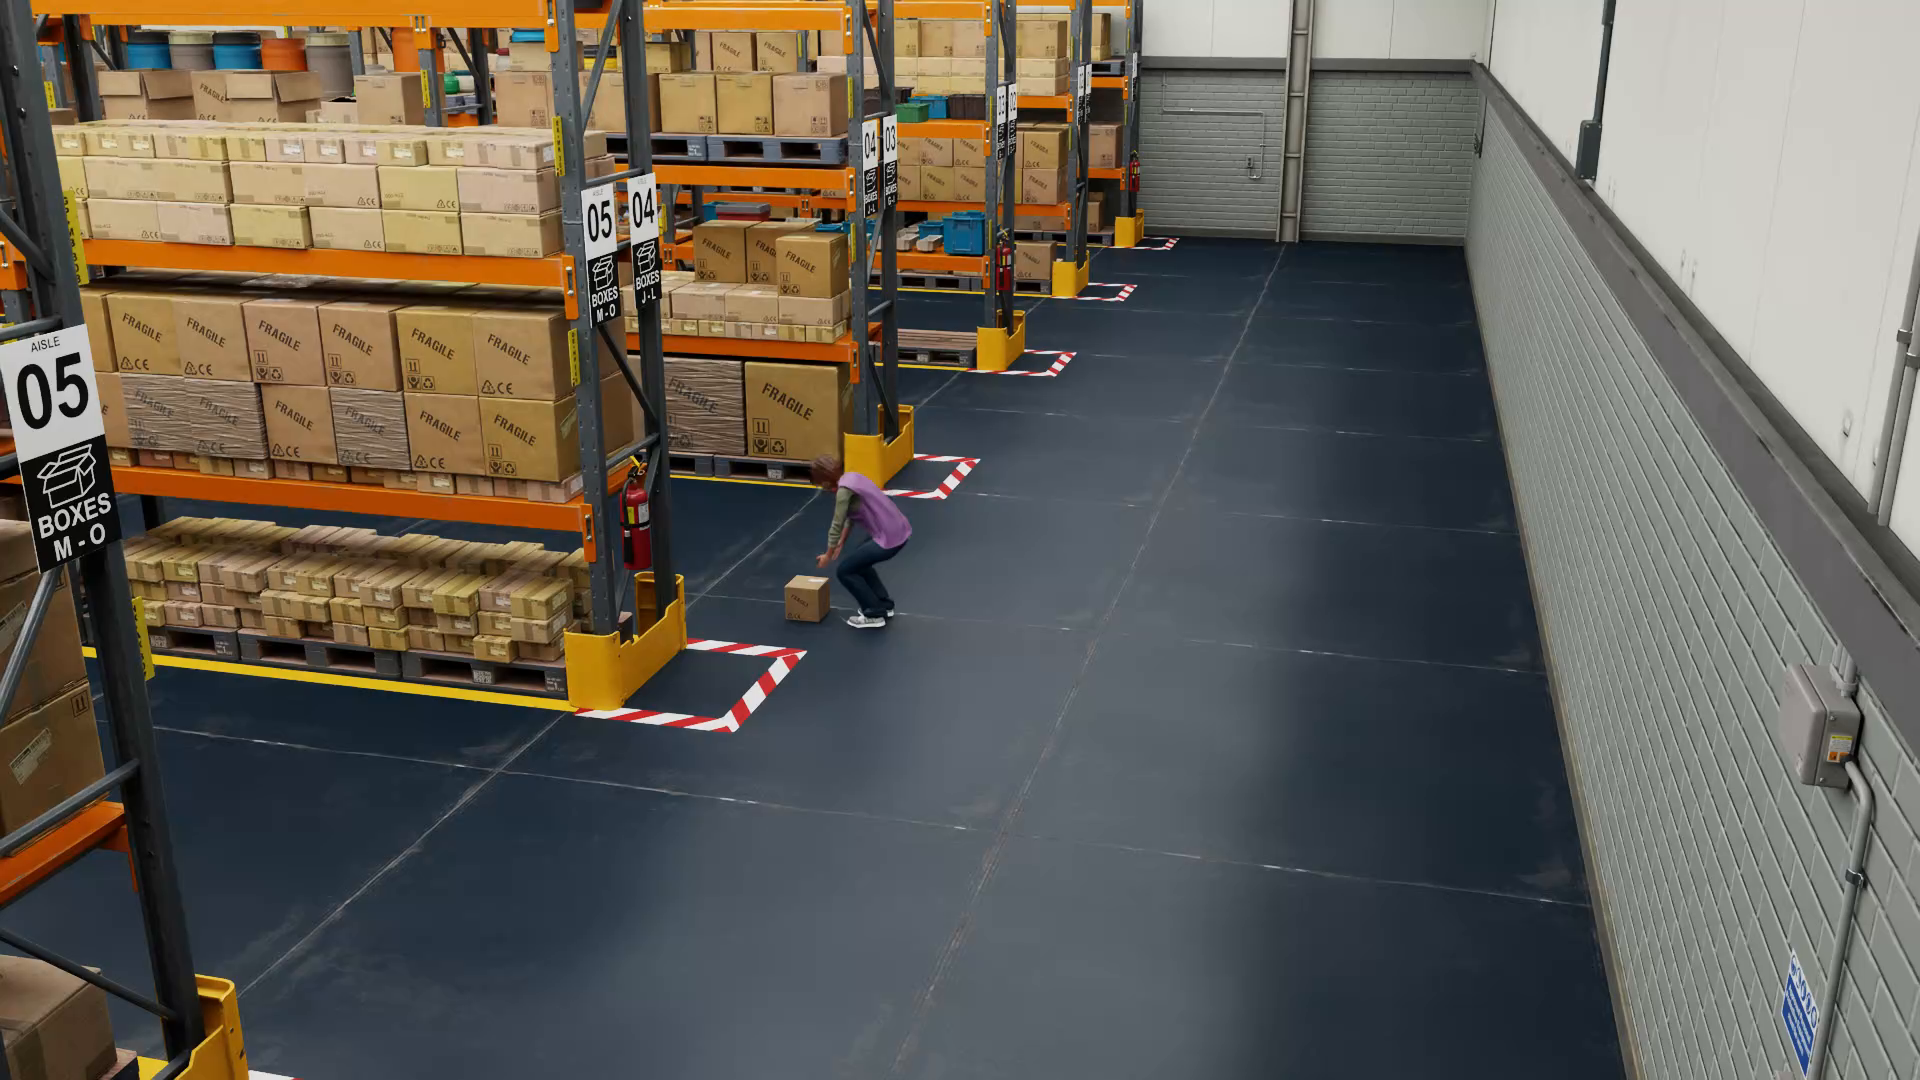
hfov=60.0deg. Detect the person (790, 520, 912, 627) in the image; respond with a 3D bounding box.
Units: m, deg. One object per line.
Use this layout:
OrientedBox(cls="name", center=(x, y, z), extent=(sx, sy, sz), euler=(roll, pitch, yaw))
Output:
OrientedBox(cls="person", center=(-0.775, 0.244, 11.784), extent=(0.872, 0.729, 0.428), euler=(4, 19, 12))
